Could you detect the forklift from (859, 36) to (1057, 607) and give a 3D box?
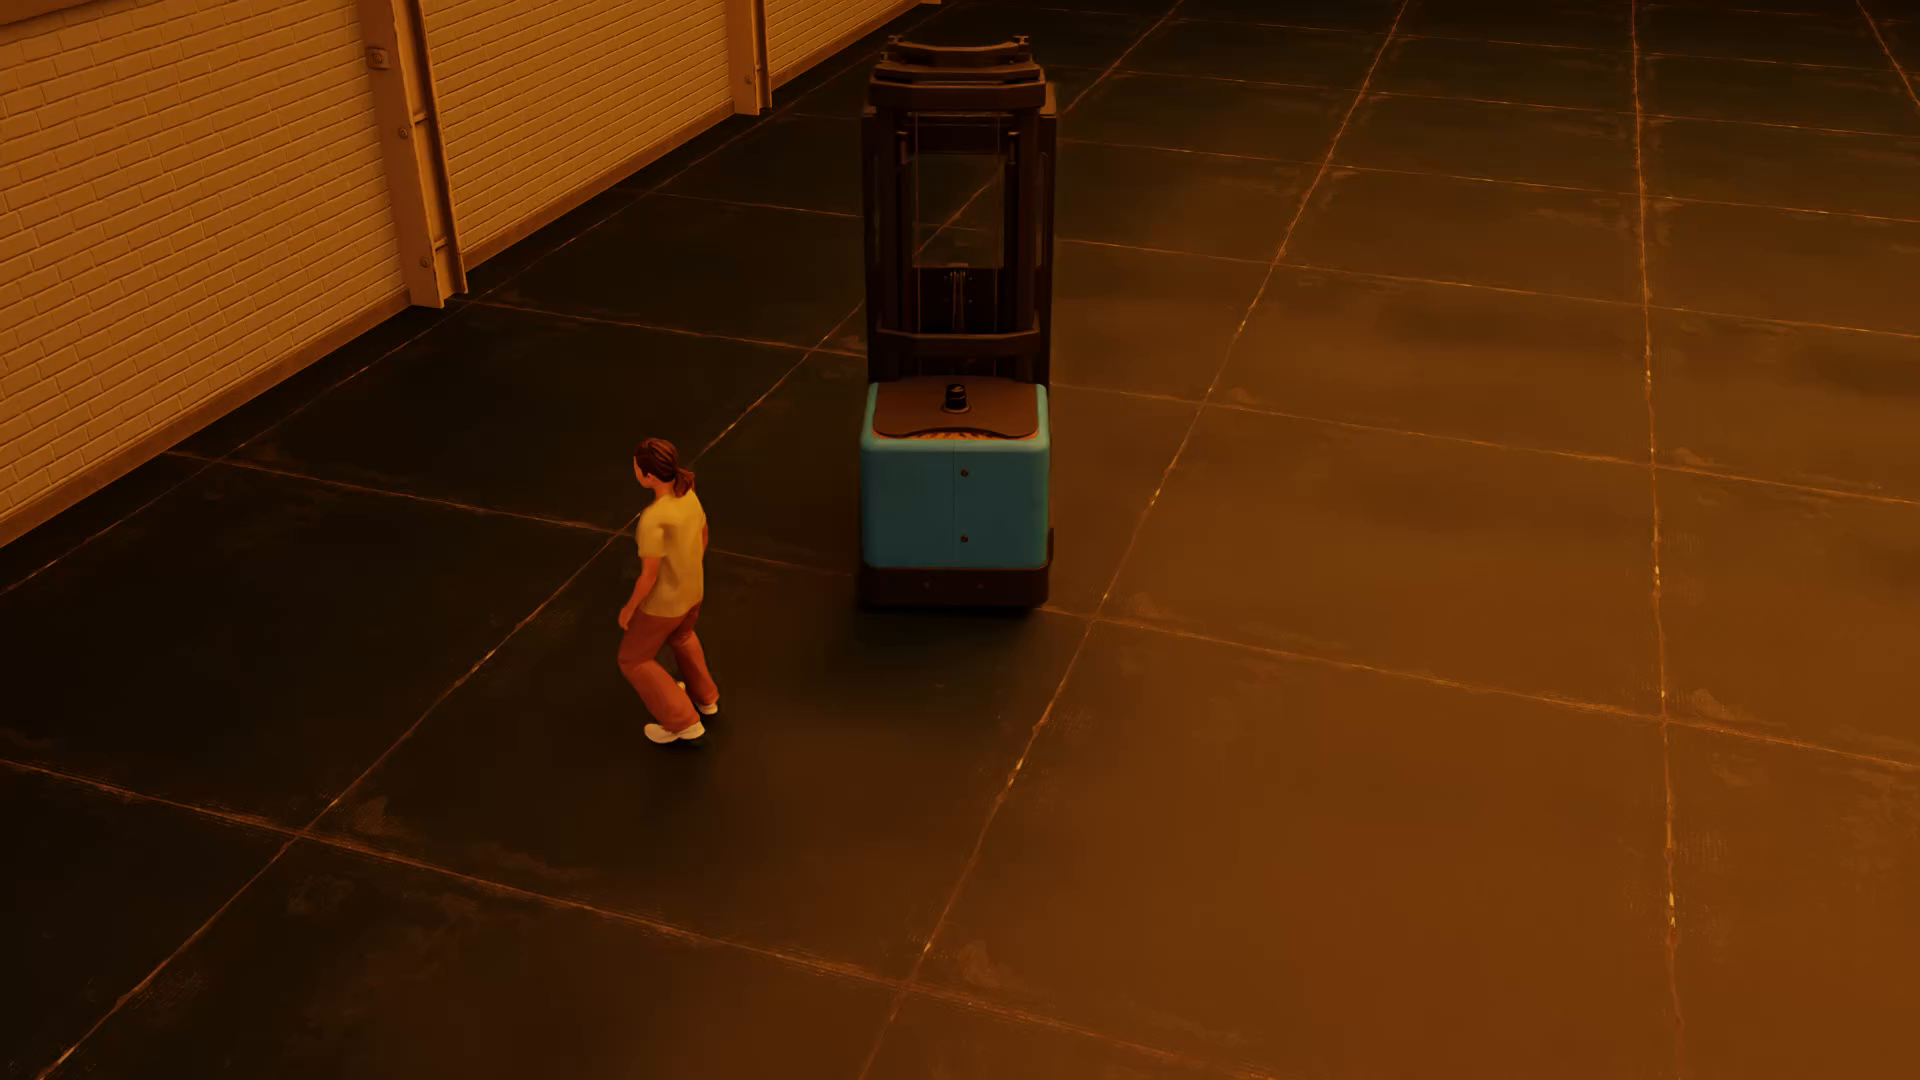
[{"bbox_3d":[-0.002,-1.592,9.929,1.130,2.935,3.031,1,30,1],"label":"forklift"}]

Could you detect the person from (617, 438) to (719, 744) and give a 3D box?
[{"bbox_3d":[-1.413,0.243,8.029,0.404,1.625,0.614,12,32,20],"label":"person"}]
